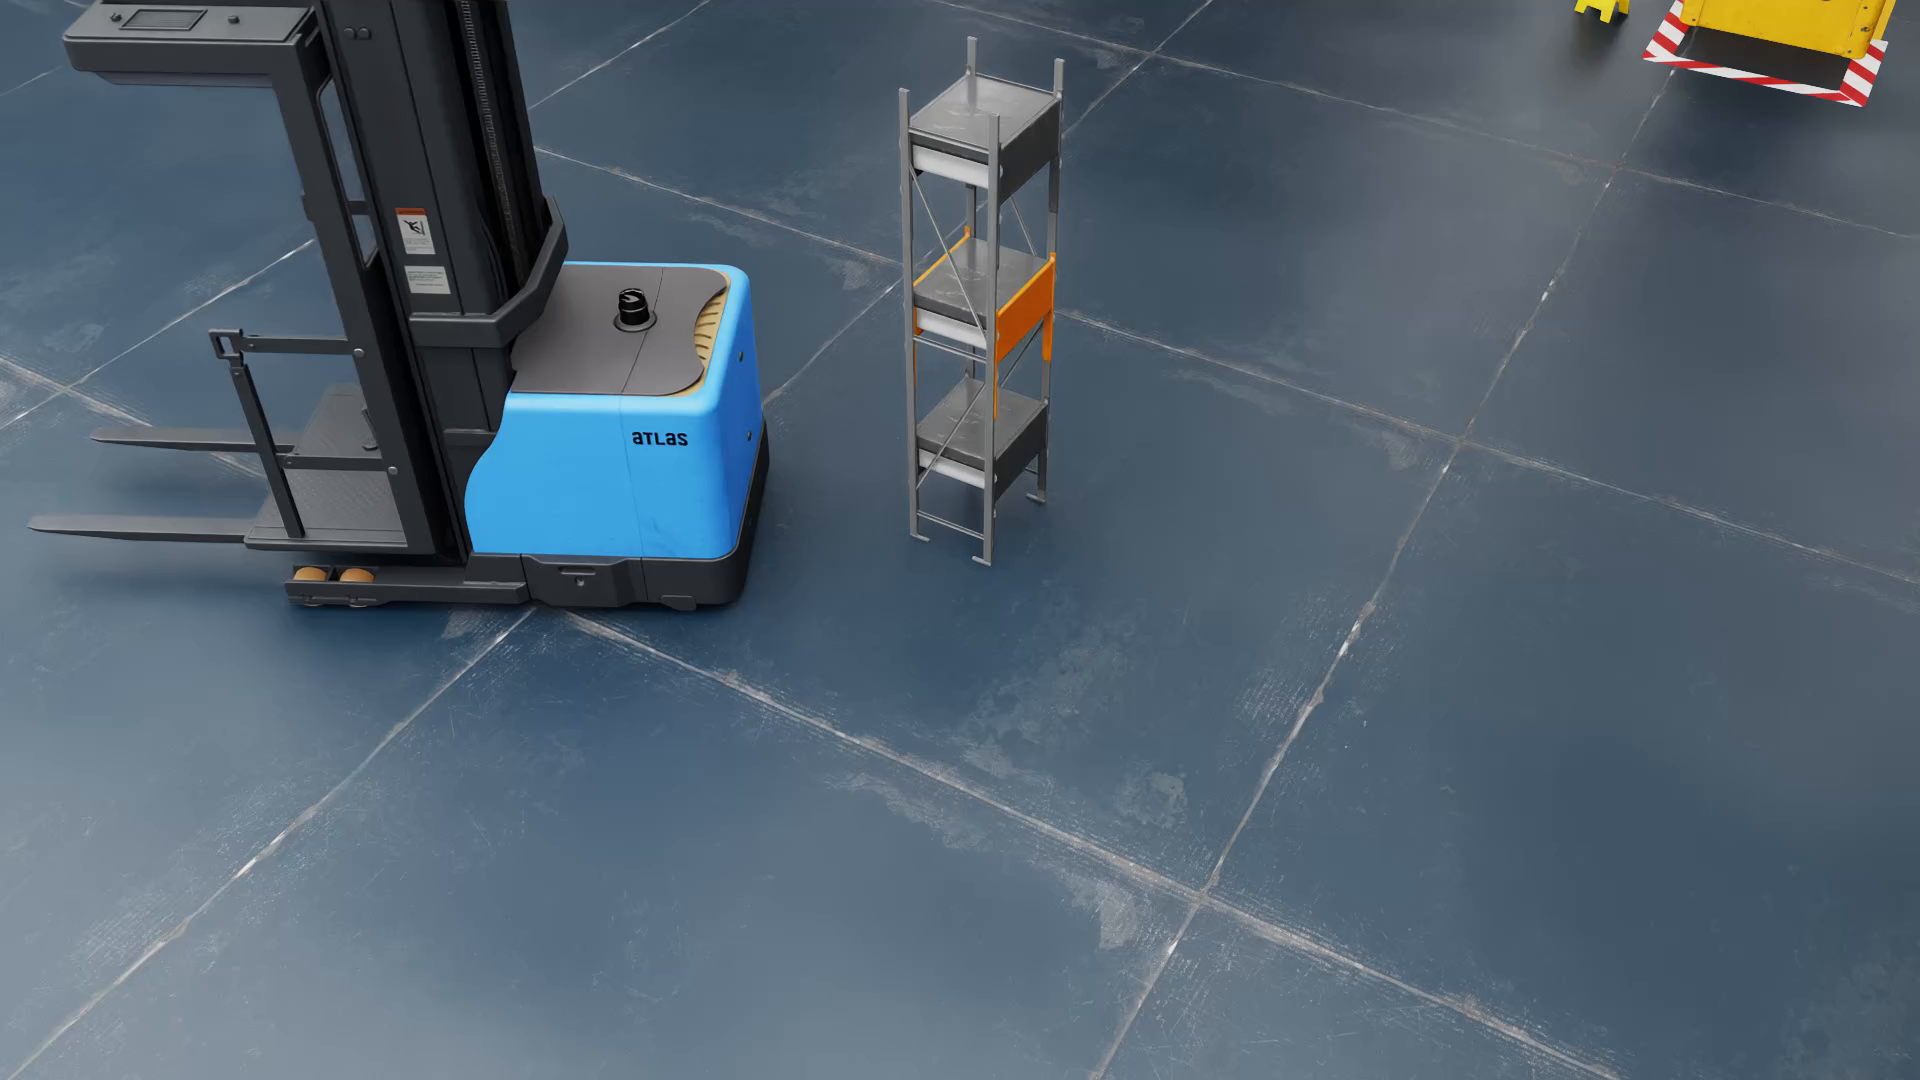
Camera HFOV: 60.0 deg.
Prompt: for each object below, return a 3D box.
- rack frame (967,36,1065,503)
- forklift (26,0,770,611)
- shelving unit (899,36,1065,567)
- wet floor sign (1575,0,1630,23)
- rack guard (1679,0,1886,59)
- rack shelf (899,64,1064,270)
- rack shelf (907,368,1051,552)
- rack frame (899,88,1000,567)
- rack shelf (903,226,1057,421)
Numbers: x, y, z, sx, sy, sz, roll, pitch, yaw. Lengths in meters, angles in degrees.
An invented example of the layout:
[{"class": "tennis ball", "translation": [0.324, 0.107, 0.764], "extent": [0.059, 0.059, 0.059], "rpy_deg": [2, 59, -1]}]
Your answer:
[{"class": "rack frame", "translation": [0.205, -1.022, 6.822], "extent": [0.400, 2.100, 0.015], "rpy_deg": [21, 45, 22]}, {"class": "forklift", "translation": [-2.395, -1.167, 6.357], "extent": [3.031, 2.935, 1.130], "rpy_deg": [2, 41, 2]}, {"class": "shelving unit", "translation": [0.083, -0.883, 6.664], "extent": [0.431, 2.100, 0.503], "rpy_deg": [21, 45, 22]}, {"class": "wet floor sign", "translation": [4.370, -3.840, 11.122], "extent": [0.232, 0.644, 0.267], "rpy_deg": [-29, 49, -29]}, {"class": "rack guard", "translation": [5.430, -3.584, 10.941], "extent": [1.175, 0.500, 0.348], "rpy_deg": [21, 45, 22]}, {"class": "rack shelf", "translation": [0.083, -1.398, 6.210], "extent": [0.431, 0.518, 0.480], "rpy_deg": [21, 45, 22]}, {"class": "rack shelf", "translation": [0.083, -0.347, 7.135], "extent": [0.431, 0.518, 0.480], "rpy_deg": [21, 45, 22]}, {"class": "rack frame", "translation": [-0.039, -0.743, 6.505], "extent": [0.400, 2.100, 0.015], "rpy_deg": [21, 45, 22]}, {"class": "rack shelf", "translation": [0.083, -0.872, 6.673], "extent": [0.431, 0.518, 0.480], "rpy_deg": [21, 45, 22]}]
